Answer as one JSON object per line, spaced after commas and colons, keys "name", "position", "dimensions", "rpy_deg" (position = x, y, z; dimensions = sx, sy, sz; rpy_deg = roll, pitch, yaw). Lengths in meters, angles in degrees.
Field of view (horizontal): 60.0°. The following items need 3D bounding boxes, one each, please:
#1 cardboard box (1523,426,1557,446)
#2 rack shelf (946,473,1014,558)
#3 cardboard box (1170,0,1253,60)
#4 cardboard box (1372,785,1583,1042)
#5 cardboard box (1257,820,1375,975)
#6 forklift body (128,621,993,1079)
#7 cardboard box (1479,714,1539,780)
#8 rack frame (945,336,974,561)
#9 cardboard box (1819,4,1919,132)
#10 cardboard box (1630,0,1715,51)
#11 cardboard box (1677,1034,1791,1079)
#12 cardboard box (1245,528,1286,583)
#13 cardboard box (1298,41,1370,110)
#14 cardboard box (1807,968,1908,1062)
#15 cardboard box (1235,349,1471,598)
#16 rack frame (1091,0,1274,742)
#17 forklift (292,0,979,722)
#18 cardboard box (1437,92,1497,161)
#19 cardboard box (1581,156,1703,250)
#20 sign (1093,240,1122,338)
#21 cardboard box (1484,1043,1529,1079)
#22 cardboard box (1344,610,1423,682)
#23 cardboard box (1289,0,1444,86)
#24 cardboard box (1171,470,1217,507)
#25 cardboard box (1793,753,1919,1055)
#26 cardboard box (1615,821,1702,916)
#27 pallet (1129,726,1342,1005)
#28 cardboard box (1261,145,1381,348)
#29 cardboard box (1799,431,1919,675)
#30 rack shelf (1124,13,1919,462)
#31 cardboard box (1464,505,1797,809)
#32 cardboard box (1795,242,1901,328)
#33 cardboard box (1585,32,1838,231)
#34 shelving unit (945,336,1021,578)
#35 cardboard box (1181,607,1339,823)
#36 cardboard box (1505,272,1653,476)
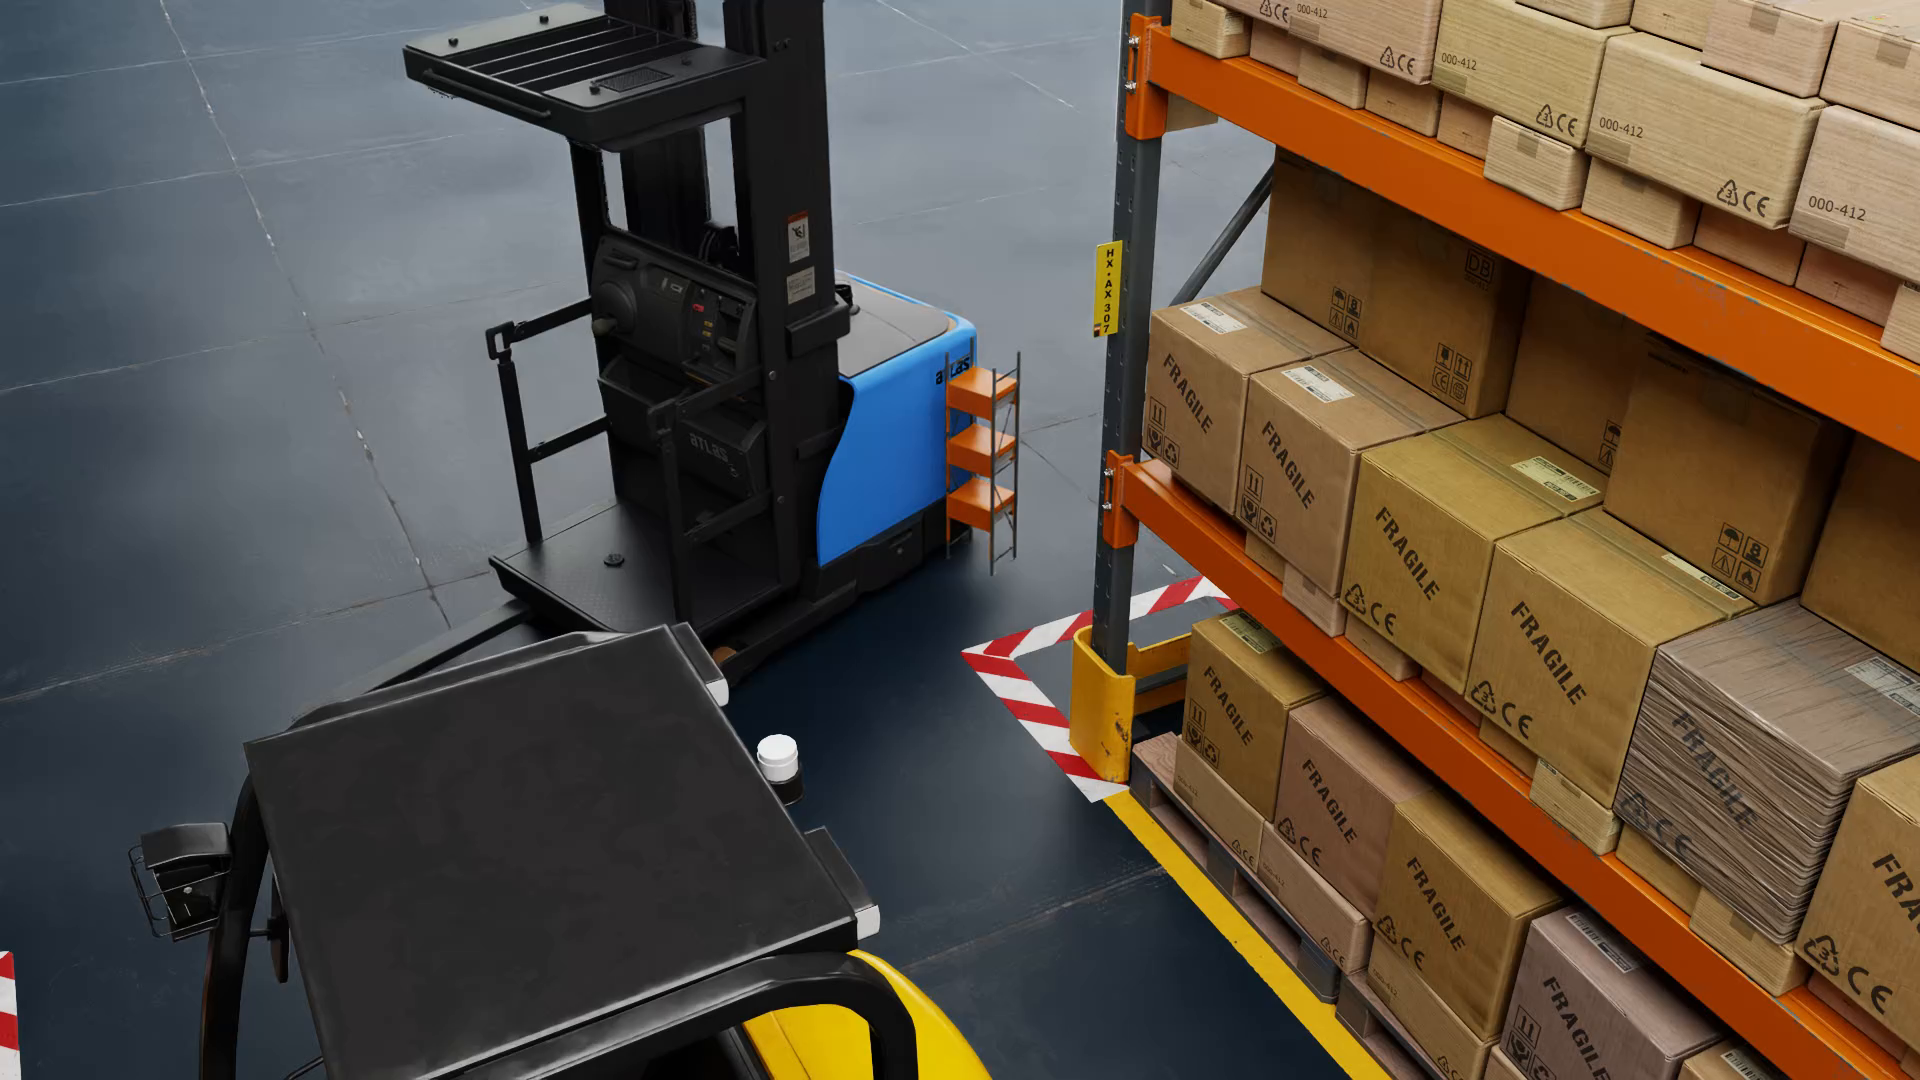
{"name": "cardboard box", "position": [1.923, -0.091, 4.743], "dimensions": [0.500, 0.500, 0.500], "rpy_deg": [-16, 36, -23]}
{"name": "rack shelf", "position": [0.098, -0.111, 7.486], "dimensions": [0.240, 0.259, 0.215], "rpy_deg": [21, 38, 29]}
{"name": "cardboard box", "position": [0.834, -1.510, 4.779], "dimensions": [0.380, 0.149, 0.250], "rpy_deg": [-16, 36, -23]}
{"name": "cardboard box", "position": [1.584, 1.028, 4.829], "dimensions": [0.500, 0.500, 0.500], "rpy_deg": [-15, 36, -22]}
{"name": "cardboard box", "position": [1.329, 1.088, 5.431], "dimensions": [0.500, 0.250, 0.500], "rpy_deg": [-15, 35, -21]}
{"name": "forklift body", "position": [-0.925, 1.461, 3.476], "dimensions": [2.313, 2.155, 1.214], "rpy_deg": [-16, 36, -23]}
{"name": "cardboard box", "position": [1.625, 0.483, 4.448], "dimensions": [0.380, 0.149, 0.250], "rpy_deg": [-17, 36, -24]}
{"name": "rack frame", "position": [-0.001, -0.393, 7.390], "dimensions": [0.008, 1.050, 0.200], "rpy_deg": [21, 38, 29]}
{"name": "cardboard box", "position": [1.826, -0.876, 3.049], "dimensions": [0.380, 0.149, 0.250], "rpy_deg": [-15, 36, -23]}
{"name": "cardboard box", "position": [1.634, -1.131, 3.448], "dimensions": [0.380, 0.149, 0.250], "rpy_deg": [-15, 36, -22]}
{"name": "cardboard box", "position": [2.080, 1.524, 4.055], "dimensions": [0.500, 0.500, 0.500], "rpy_deg": [-15, 36, -22]}
{"name": "cardboard box", "position": [1.124, -0.009, 5.216], "dimensions": [0.380, 0.149, 0.250], "rpy_deg": [-17, 36, -25]}
{"name": "cardboard box", "position": [1.129, -1.272, 4.408], "dimensions": [0.380, 0.149, 0.250], "rpy_deg": [-15, 36, -22]}
{"name": "cardboard box", "position": [2.133, 0.961, 3.702], "dimensions": [0.380, 0.149, 0.250], "rpy_deg": [-16, 36, -24]}
{"name": "cardboard box", "position": [1.186, -0.218, 4.941], "dimensions": [0.500, 0.500, 0.500], "rpy_deg": [-15, 35, -22]}
{"name": "rack frame", "position": [0.967, -0.593, 5.895], "dimensions": [1.000, 3.000, 0.127], "rpy_deg": [-16, 36, -23]}
{"name": "forklift", "position": [-1.269, -0.862, 6.378], "dimensions": [1.130, 2.935, 3.031], "rpy_deg": [26, 41, 34]}
{"name": "cardboard box", "position": [1.393, -1.035, 4.037], "dimensions": [0.380, 0.149, 0.250], "rpy_deg": [-17, 36, -25]}
{"name": "cardboard box", "position": [1.599, -0.779, 3.637], "dimensions": [0.380, 0.149, 0.250], "rpy_deg": [-17, 36, -24]}
{"name": "sign", "position": [0.487, -0.821, 5.448], "dimensions": [0.100, 0.325, 0.005], "rpy_deg": [-16, 36, -23]}
{"name": "cardboard box", "position": [1.828, 1.587, 4.652], "dimensions": [0.500, 0.250, 0.500], "rpy_deg": [-15, 36, -22]}
{"name": "cardboard box", "position": [1.352, 0.239, 4.830], "dimensions": [0.380, 0.149, 0.250], "rpy_deg": [-15, 36, -22]}
{"name": "cardboard box", "position": [1.192, -1.368, 4.188], "dimensions": [0.500, 0.250, 0.500], "rpy_deg": [-16, 36, -24]}
{"name": "cardboard box", "position": [0.942, -0.273, 5.628], "dimensions": [0.380, 0.149, 0.250], "rpy_deg": [-16, 36, -23]}
{"name": "cardboard box", "position": [2.158, 0.755, 3.422], "dimensions": [0.500, 0.500, 0.500], "rpy_deg": [-15, 35, -22]}
{"name": "cardboard box", "position": [1.843, 0.731, 4.061], "dimensions": [0.380, 0.149, 0.250], "rpy_deg": [-17, 36, -24]}
{"name": "pallet", "position": [1.350, 1.014, 5.971], "dimensions": [1.003, 0.211, 1.213], "rpy_deg": [-16, 36, -23]}
{"name": "cardboard box", "position": [1.398, -0.992, 5.223], "dimensions": [0.700, 0.500, 0.500], "rpy_deg": [-17, 36, -24]}
{"name": "cardboard box", "position": [2.389, -0.033, 3.725], "dimensions": [0.700, 0.500, 0.500], "rpy_deg": [-17, 36, -24]}
{"name": "rack shelf", "position": [1.899, -0.599, 3.790], "dimensions": [1.077, 0.370, 4.000], "rpy_deg": [-16, 36, -23]}
{"name": "cardboard box", "position": [1.669, 0.265, 4.187], "dimensions": [0.500, 0.500, 0.500], "rpy_deg": [-17, 36, -24]}
{"name": "cardboard box", "position": [1.901, -0.555, 3.288], "dimensions": [0.380, 0.149, 0.250], "rpy_deg": [-15, 36, -22]}
{"name": "cardboard box", "position": [1.676, -0.879, 3.423], "dimensions": [0.500, 0.250, 0.500], "rpy_deg": [-15, 36, -22]}
{"name": "shelving unit", "position": [0.098, -0.354, 7.330], "dimensions": [0.252, 1.050, 0.215], "rpy_deg": [21, 38, 29]}
{"name": "cardboard box", "position": [1.110, 0.538, 5.594], "dimensions": [0.500, 0.500, 0.500], "rpy_deg": [-17, 36, -25]}
{"name": "cardboard box", "position": [1.956, -0.531, 4.504], "dimensions": [0.700, 0.500, 0.500], "rpy_deg": [-16, 36, -24]}
